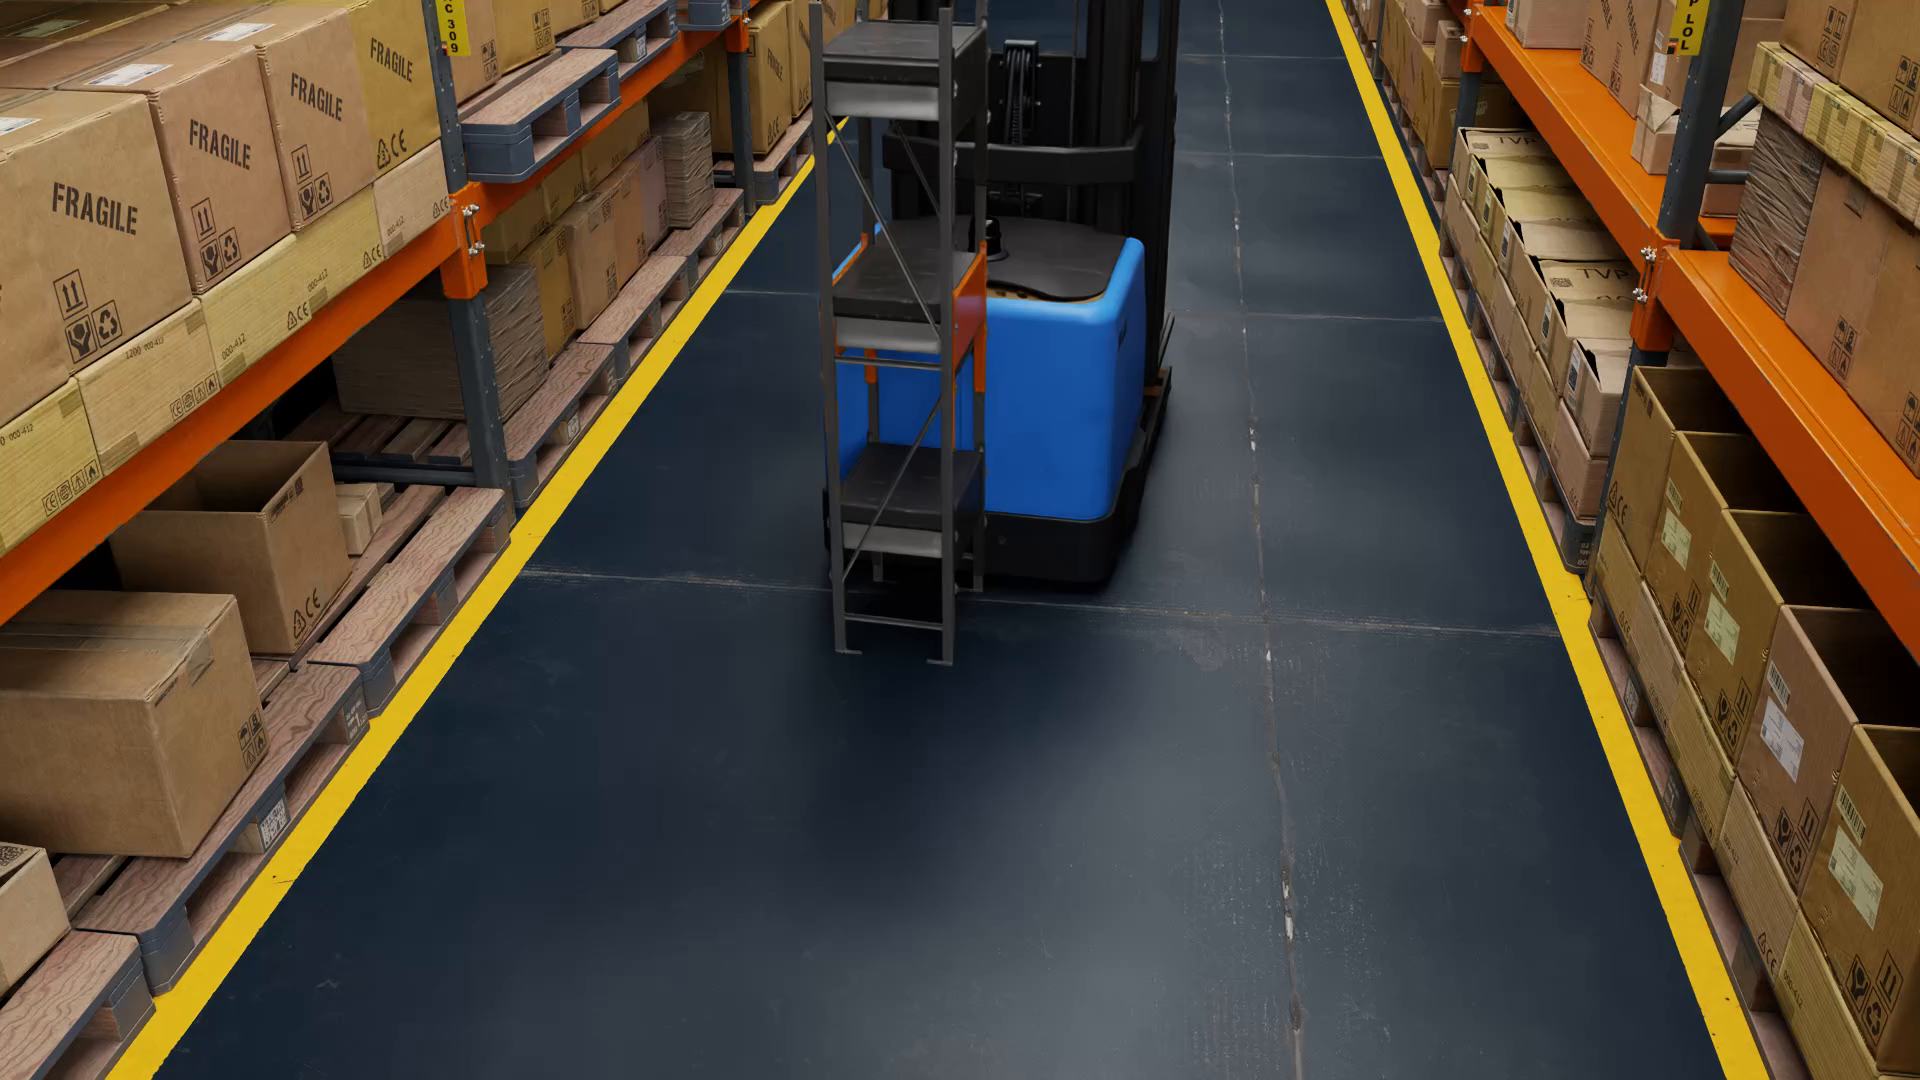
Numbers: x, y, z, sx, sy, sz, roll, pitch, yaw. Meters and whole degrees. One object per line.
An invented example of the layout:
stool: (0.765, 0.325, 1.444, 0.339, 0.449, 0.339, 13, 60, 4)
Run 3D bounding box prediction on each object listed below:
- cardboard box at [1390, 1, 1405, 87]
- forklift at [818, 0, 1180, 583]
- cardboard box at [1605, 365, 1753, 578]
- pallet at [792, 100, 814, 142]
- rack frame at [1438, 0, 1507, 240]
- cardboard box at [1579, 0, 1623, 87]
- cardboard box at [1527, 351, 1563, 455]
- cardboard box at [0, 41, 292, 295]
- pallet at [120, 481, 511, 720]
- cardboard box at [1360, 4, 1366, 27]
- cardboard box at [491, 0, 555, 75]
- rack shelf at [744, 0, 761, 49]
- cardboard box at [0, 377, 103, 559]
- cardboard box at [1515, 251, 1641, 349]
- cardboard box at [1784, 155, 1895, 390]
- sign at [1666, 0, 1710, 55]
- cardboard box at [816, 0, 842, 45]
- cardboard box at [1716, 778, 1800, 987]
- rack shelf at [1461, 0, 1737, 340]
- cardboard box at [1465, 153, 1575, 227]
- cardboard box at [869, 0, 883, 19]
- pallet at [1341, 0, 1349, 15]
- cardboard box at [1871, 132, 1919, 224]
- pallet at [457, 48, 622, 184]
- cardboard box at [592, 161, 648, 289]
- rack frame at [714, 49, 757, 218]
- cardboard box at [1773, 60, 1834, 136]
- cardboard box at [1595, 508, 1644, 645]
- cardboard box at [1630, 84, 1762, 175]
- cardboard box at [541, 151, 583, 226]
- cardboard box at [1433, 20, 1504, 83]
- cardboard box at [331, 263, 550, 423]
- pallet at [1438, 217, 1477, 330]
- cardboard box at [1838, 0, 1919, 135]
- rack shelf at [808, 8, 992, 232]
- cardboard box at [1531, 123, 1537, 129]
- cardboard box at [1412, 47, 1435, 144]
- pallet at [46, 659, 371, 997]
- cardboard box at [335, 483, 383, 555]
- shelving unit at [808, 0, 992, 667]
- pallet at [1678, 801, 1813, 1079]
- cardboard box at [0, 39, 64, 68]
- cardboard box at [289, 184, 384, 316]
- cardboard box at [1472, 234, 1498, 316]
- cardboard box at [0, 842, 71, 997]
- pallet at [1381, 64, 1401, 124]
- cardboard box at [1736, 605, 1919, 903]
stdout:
cardboard box: (3.341, -3.494, 11.745, 0.500, 0.500, 0.500, 4, 29, 7)
forklift: (0.322, -1.822, 6.541, 1.130, 2.935, 3.031, 6, 29, 11)
cardboard box: (2.348, -0.205, 5.133, 0.500, 0.500, 0.500, 3, 28, 6)
pallet: (-1.388, -2.981, 11.561, 1.003, 0.211, 1.213, 3, 28, 6)
rack frame: (3.206, -2.983, 8.625, 1.000, 3.000, 0.127, 3, 28, 6)
cardboard box: (3.016, -2.236, 7.133, 0.500, 0.500, 0.500, 2, 28, 3)
cardboard box: (2.543, -0.525, 6.518, 0.500, 0.250, 0.500, 3, 28, 5)
cardboard box: (-2.080, -0.947, 4.192, 0.500, 0.500, 0.500, 3, 28, 5)
pallet: (-2.248, 0.159, 5.732, 1.003, 0.211, 1.213, 3, 28, 6)
cardboard box: (3.471, -4.269, 13.554, 0.380, 0.149, 0.250, 3, 28, 6)
cardboard box: (-2.029, -2.124, 6.461, 0.700, 0.500, 0.500, 6, 29, 11)
rack shelf: (-1.466, -3.894, 11.074, 1.077, 0.370, 4.000, 3, 28, 6)
cardboard box: (-2.198, -0.142, 3.489, 0.500, 0.250, 0.500, 3, 28, 5)
cardboard box: (2.602, -1.009, 6.825, 0.500, 0.311, 0.500, 3, 28, 6)
cardboard box: (2.609, -0.686, 4.256, 0.700, 0.500, 0.500, 3, 28, 6)
sign: (2.176, -1.602, 4.924, 0.100, 0.325, 0.005, 3, 28, 6)
cardboard box: (-1.277, -3.659, 11.702, 0.750, 0.750, 0.750, 4, 29, 8)
cardboard box: (2.170, 0.832, 4.000, 0.500, 0.250, 0.500, 3, 28, 6)
rack shelf: (2.961, -1.725, 7.048, 1.077, 0.370, 4.000, 3, 28, 6)
cardboard box: (2.794, -1.727, 8.159, 0.500, 0.311, 0.500, 3, 28, 5)
cardboard box: (-1.027, -4.583, 13.786, 0.700, 0.500, 0.500, 4, 29, 7)
pallet: (4.080, -5.110, 15.513, 1.003, 0.211, 1.213, 3, 28, 6)
cardboard box: (2.367, -0.834, 3.846, 0.380, 0.149, 0.250, 2, 28, 5)
pallet: (-1.963, -1.653, 6.359, 1.003, 0.211, 1.213, 3, 28, 6)
cardboard box: (-1.959, -1.549, 8.135, 0.700, 0.500, 0.500, 3, 28, 6)
rack frame: (-1.711, -3.269, 9.156, 1.000, 3.000, 0.127, 3, 28, 6)
cardboard box: (2.460, -1.197, 4.519, 0.380, 0.149, 0.250, 4, 29, 7)
cardboard box: (2.358, 0.126, 5.310, 0.500, 0.250, 0.500, 3, 28, 6)
cardboard box: (2.641, -1.466, 5.950, 0.396, 0.266, 0.258, 3, 28, 5)
cardboard box: (-2.017, -1.610, 7.457, 0.500, 0.250, 0.500, 3, 28, 5)
cardboard box: (3.090, -2.887, 9.828, 0.500, 0.250, 0.500, 4, 29, 8)
cardboard box: (-2.127, -0.827, 6.794, 0.700, 0.500, 0.500, 4, 29, 8)
pallet: (3.066, -1.370, 8.571, 1.003, 0.211, 1.213, 3, 28, 6)
cardboard box: (2.607, -1.268, 3.968, 0.700, 0.500, 0.500, 3, 28, 6)
rack shelf: (-0.166, -1.246, 4.902, 0.431, 0.518, 0.480, 6, 29, 11)
cardboard box: (3.545, -2.274, 9.480, 0.500, 0.500, 0.500, 5, 29, 8)
cardboard box: (3.151, -2.774, 10.408, 0.500, 0.500, 0.500, 2, 28, 4)
pallet: (-2.395, 0.735, 4.663, 1.003, 0.211, 1.213, 3, 28, 6)
cardboard box: (-2.237, -0.079, 5.758, 0.380, 0.166, 0.250, 0, 28, 0)
shelving unit: (-0.166, -0.642, 5.228, 0.431, 2.100, 0.503, 6, 29, 11)
pallet: (2.430, 1.075, 4.032, 1.003, 0.211, 1.213, 3, 28, 6)
cardboard box: (-2.600, -0.973, 4.239, 0.500, 0.500, 0.500, 4, 29, 8)
cardboard box: (-2.028, -0.855, 4.811, 0.500, 0.250, 0.500, 3, 29, 6)
cardboard box: (2.732, -1.246, 7.857, 0.500, 0.250, 0.500, 3, 28, 5)
cardboard box: (-2.447, 0.898, 3.792, 0.500, 0.311, 0.500, 6, 29, 10)
pallet: (3.634, -3.253, 12.066, 1.003, 0.211, 1.213, 3, 28, 6)
cardboard box: (2.167, 0.501, 3.822, 0.500, 0.500, 0.500, 3, 28, 6)
